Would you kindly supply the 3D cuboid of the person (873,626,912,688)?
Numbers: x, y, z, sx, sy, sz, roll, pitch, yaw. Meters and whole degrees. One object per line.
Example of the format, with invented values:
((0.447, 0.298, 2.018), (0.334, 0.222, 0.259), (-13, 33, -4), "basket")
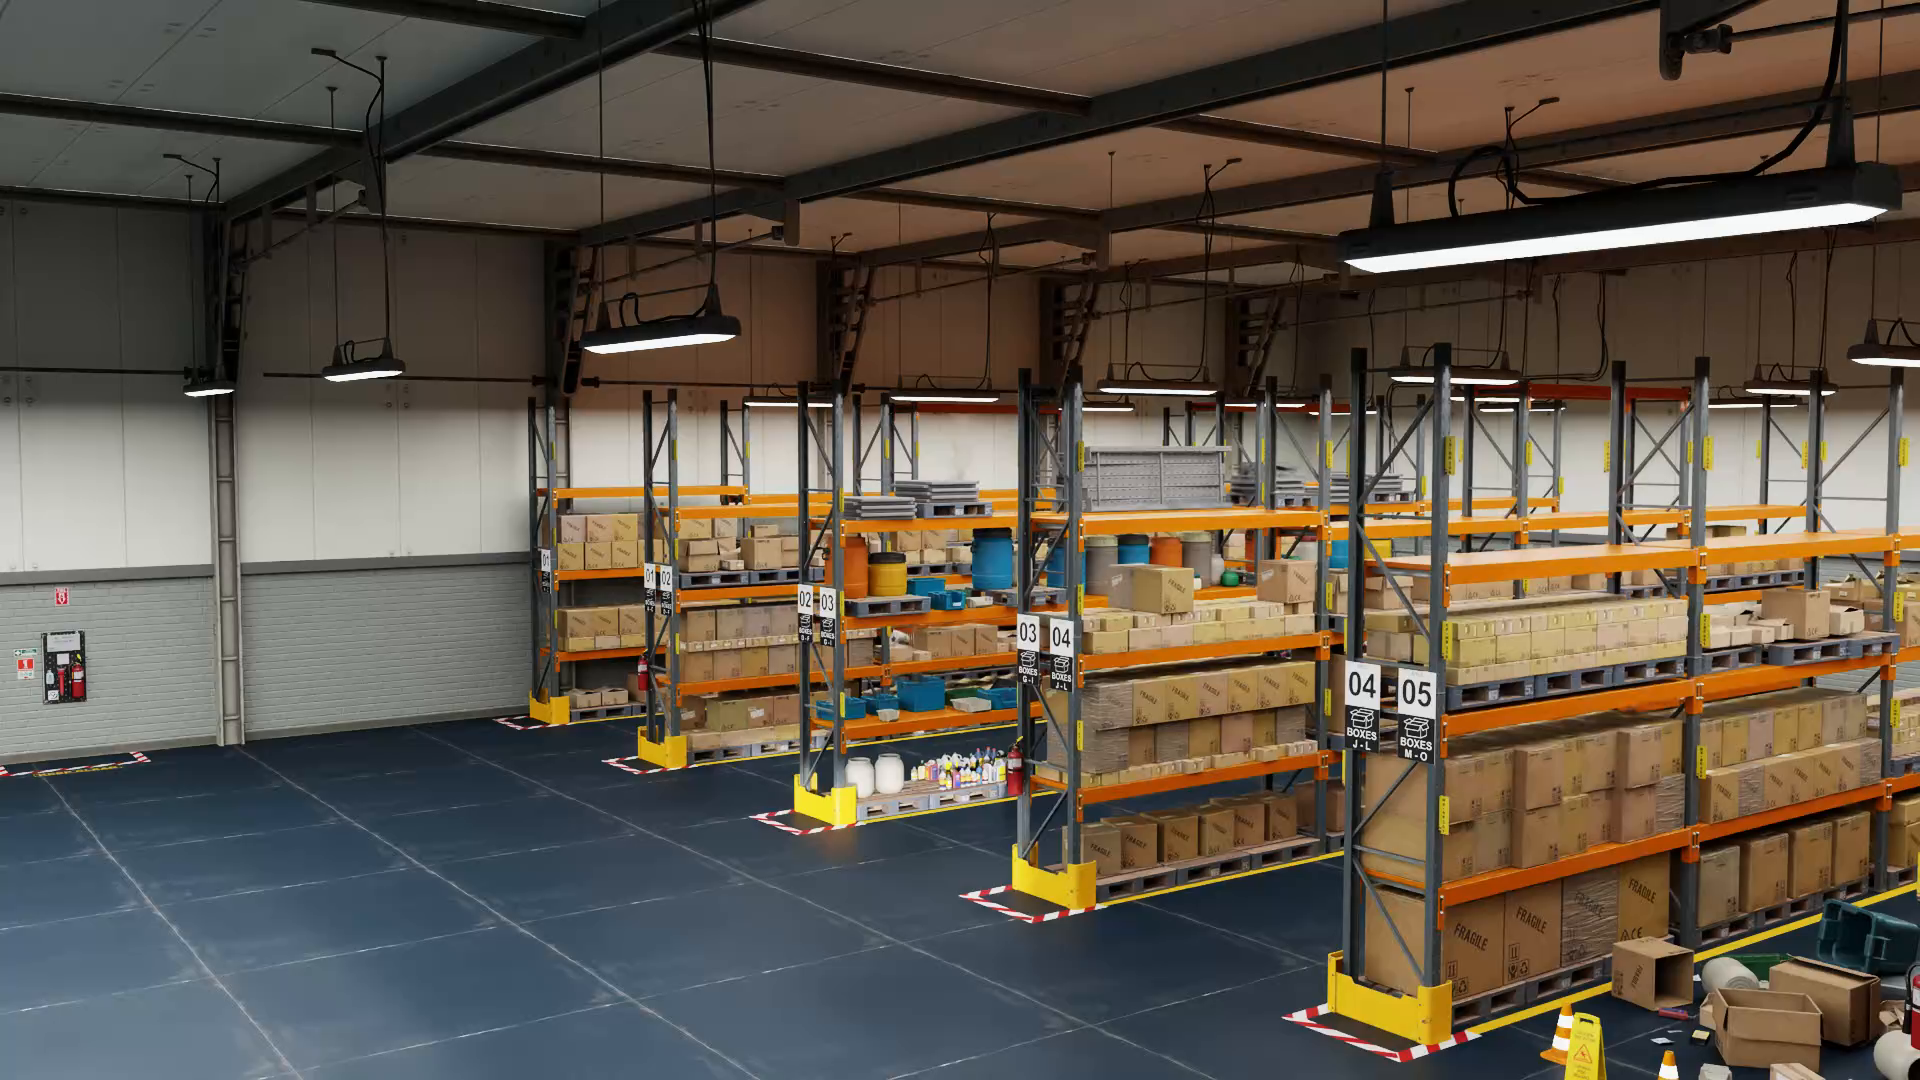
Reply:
((-1.288, 2.381, 32.151), (0.909, 1.809, 0.608), (-3, 4, -39), "person")

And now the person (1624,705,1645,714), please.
((9.117, 2.964, 22.540), (0.889, 1.754, 0.610), (-2, 4, -35), "person")
